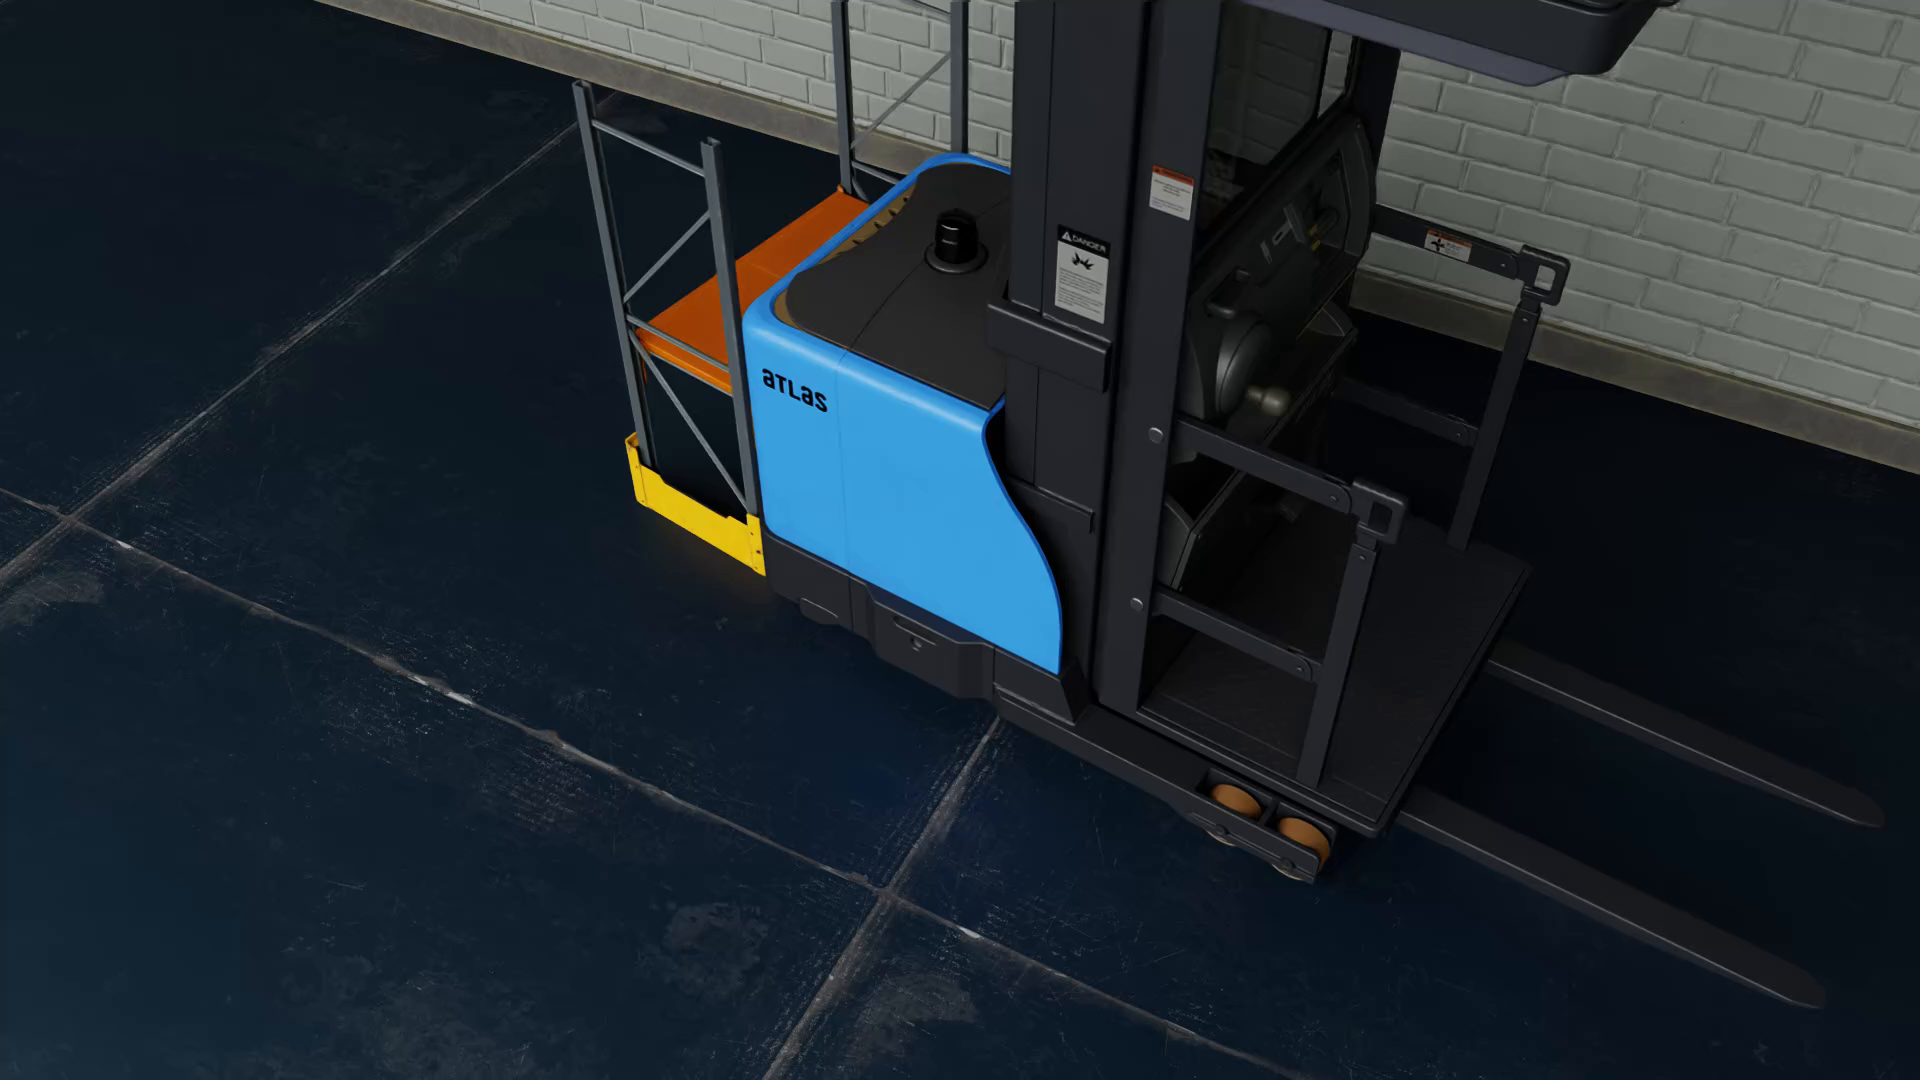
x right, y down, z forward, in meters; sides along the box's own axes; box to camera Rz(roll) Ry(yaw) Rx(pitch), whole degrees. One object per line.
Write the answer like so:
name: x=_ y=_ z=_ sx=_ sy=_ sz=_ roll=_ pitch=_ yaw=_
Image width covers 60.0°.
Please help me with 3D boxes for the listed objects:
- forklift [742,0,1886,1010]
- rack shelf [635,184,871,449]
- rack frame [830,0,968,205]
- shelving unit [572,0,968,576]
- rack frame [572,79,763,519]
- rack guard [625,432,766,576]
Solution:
forklift: x=0.922 y=-0.575 z=3.758 sx=3.031 sy=2.935 sz=1.130 roll=25 pitch=50 yaw=23
rack shelf: x=-0.491 y=-0.718 z=5.158 sx=0.538 sy=0.185 sz=1.000 roll=28 pitch=52 yaw=25
rack frame: x=-0.184 y=-1.132 z=5.314 sx=0.500 sy=1.500 sz=0.032 roll=28 pitch=52 yaw=25
shelving unit: x=-0.497 y=-0.839 z=5.025 sx=0.587 sy=1.500 sz=1.083 roll=28 pitch=52 yaw=25
rack frame: x=-0.799 y=-0.556 z=4.745 sx=0.500 sy=1.500 sz=0.032 roll=28 pitch=52 yaw=25
rack guard: x=-0.798 y=-0.118 z=5.191 sx=0.587 sy=0.250 sz=0.087 roll=28 pitch=52 yaw=25
